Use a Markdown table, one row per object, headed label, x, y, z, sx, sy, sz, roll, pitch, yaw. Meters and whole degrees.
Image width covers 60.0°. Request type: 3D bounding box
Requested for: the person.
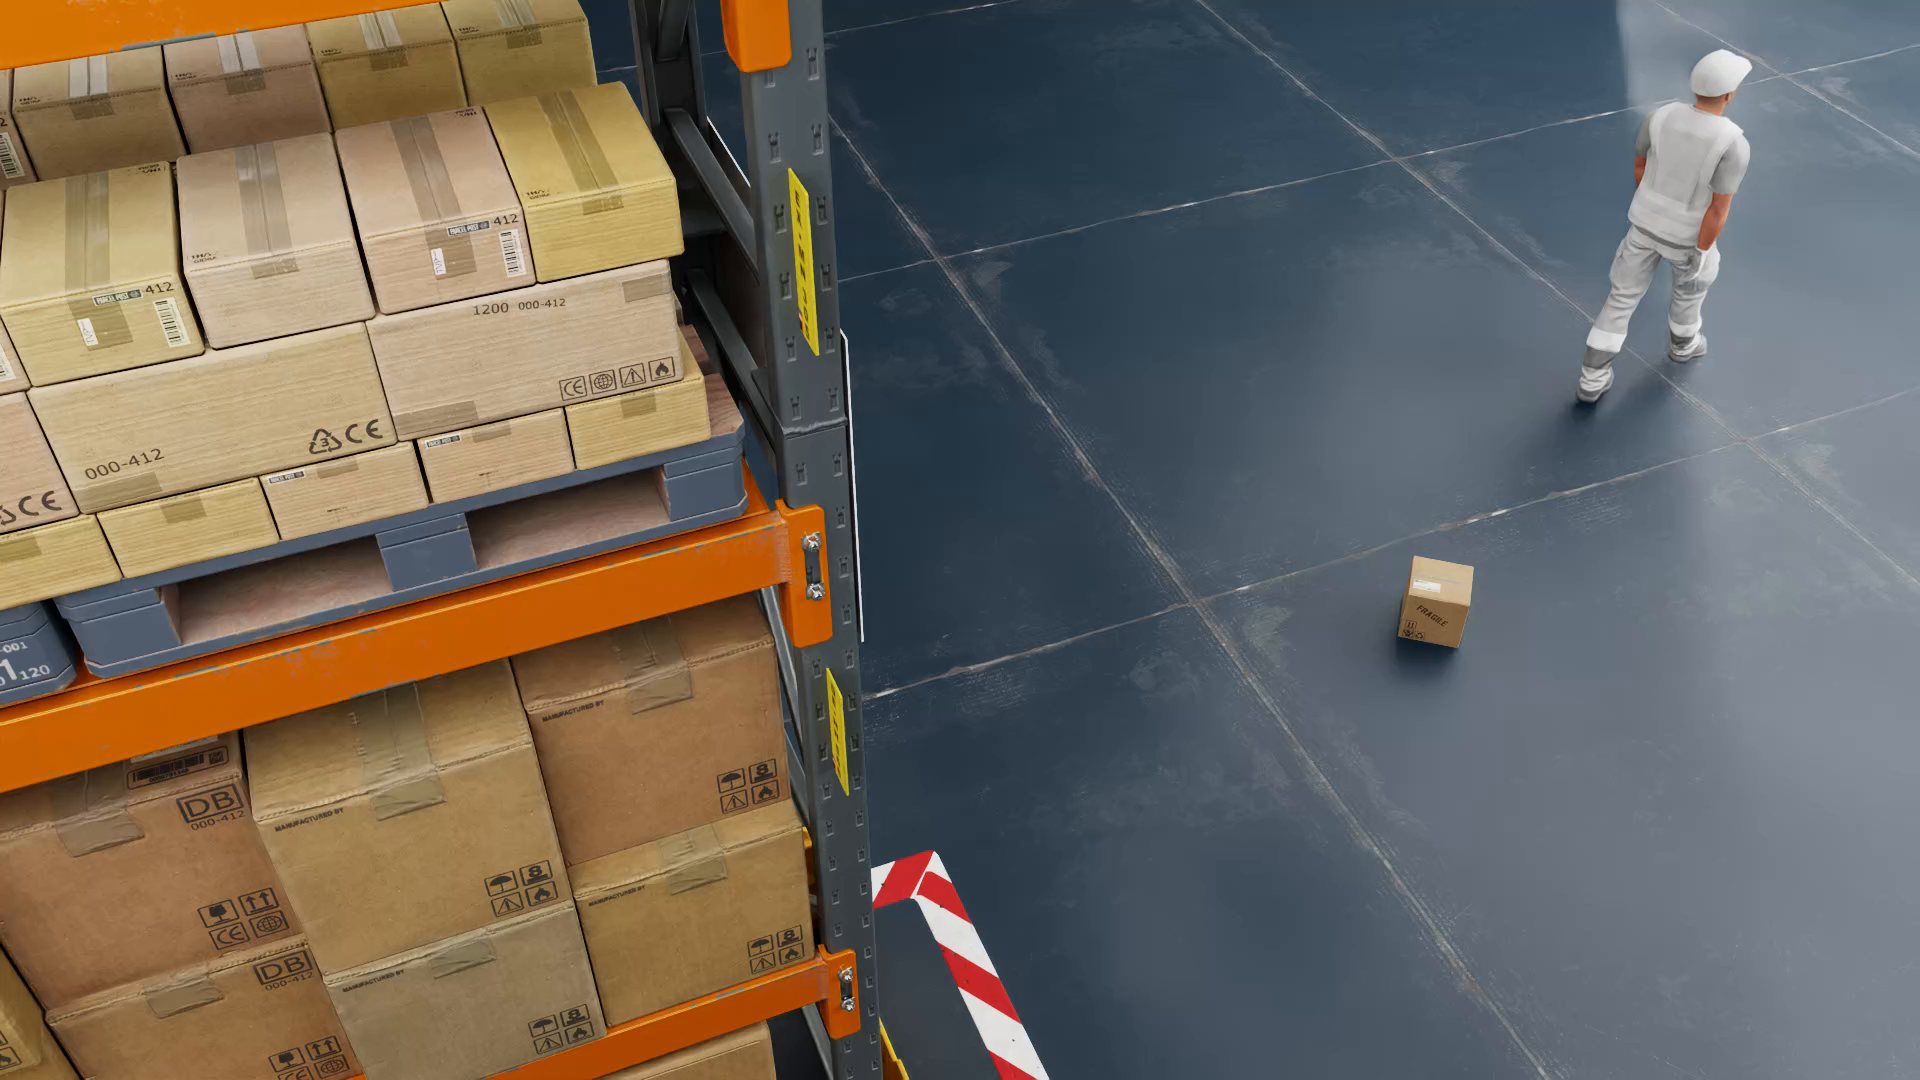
| label | x | y | z | sx | sy | sz | roll | pitch | yaw |
| --- | --- | --- | --- | --- | --- | --- | --- | --- | --- |
| person | 3.414 | -1.529 | 7.850 | 0.532 | 1.752 | 0.920 | 33 | 51 | 32 |
